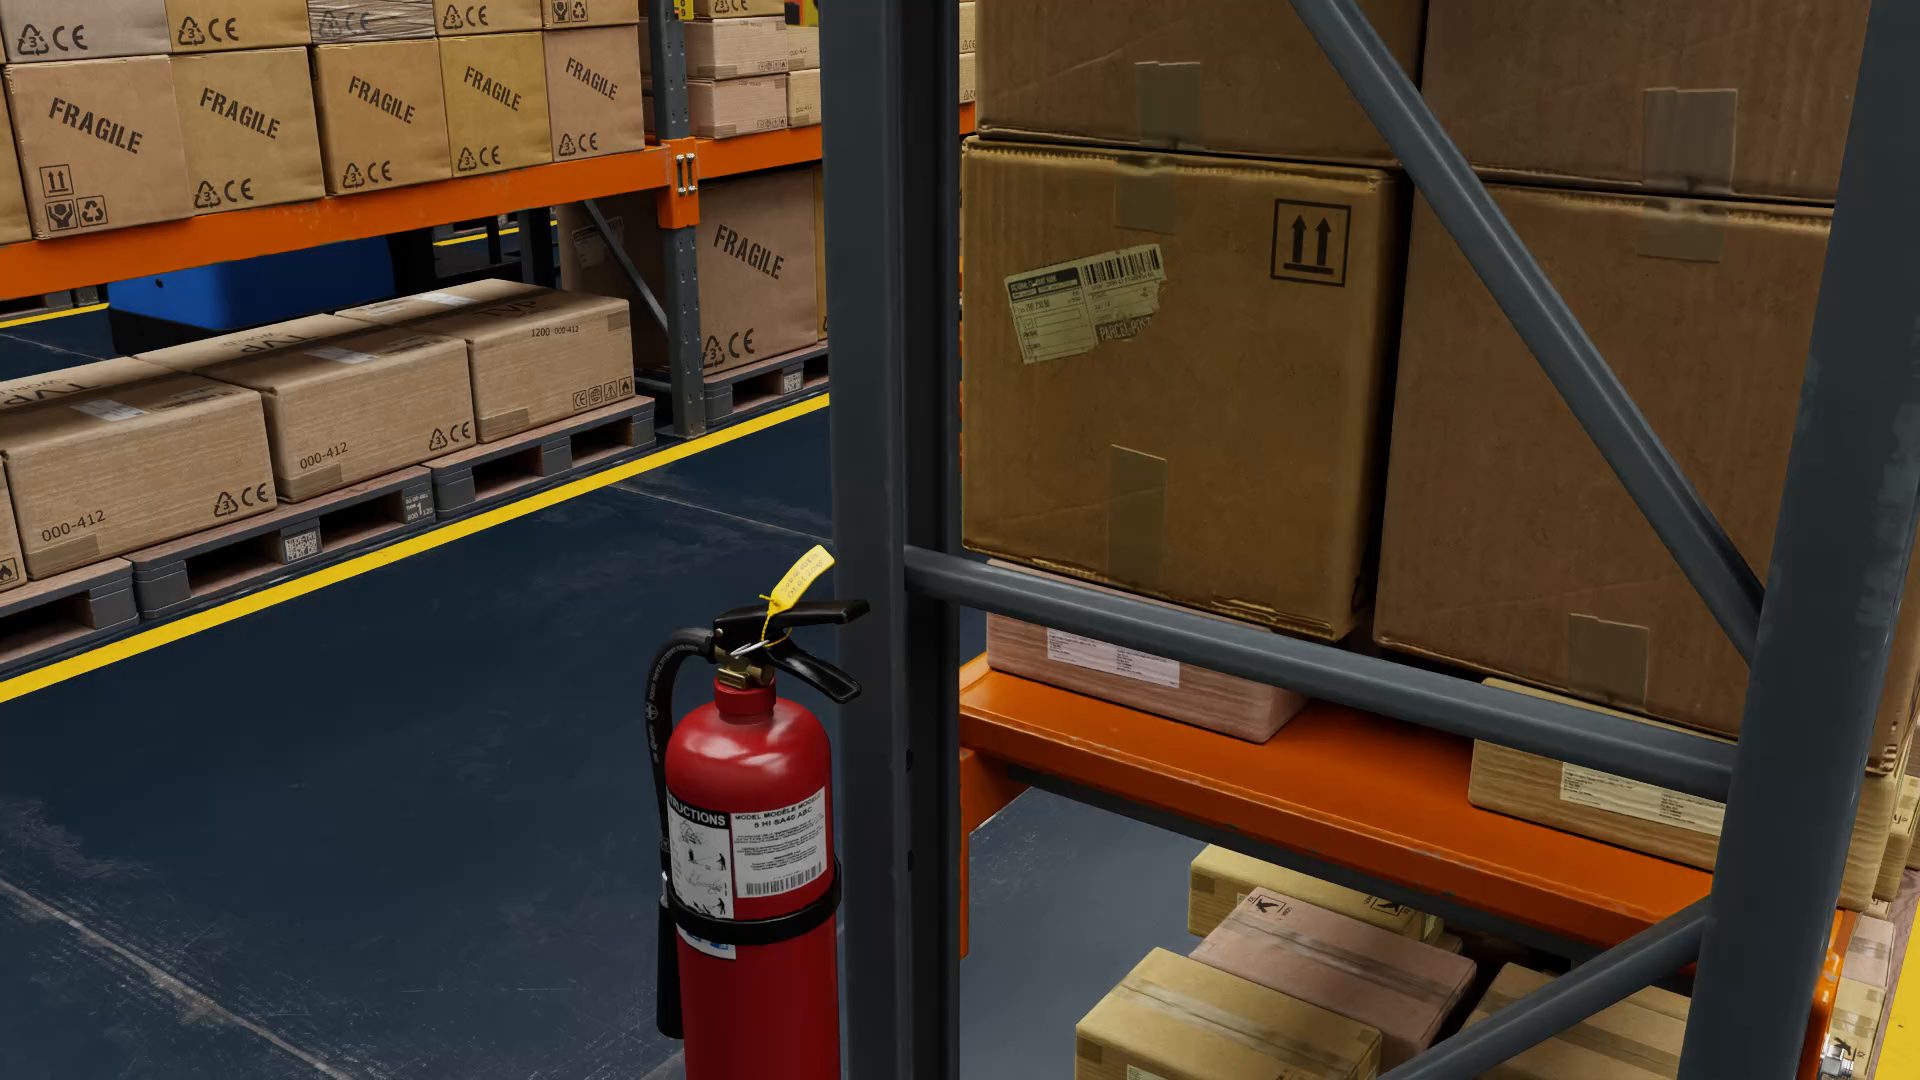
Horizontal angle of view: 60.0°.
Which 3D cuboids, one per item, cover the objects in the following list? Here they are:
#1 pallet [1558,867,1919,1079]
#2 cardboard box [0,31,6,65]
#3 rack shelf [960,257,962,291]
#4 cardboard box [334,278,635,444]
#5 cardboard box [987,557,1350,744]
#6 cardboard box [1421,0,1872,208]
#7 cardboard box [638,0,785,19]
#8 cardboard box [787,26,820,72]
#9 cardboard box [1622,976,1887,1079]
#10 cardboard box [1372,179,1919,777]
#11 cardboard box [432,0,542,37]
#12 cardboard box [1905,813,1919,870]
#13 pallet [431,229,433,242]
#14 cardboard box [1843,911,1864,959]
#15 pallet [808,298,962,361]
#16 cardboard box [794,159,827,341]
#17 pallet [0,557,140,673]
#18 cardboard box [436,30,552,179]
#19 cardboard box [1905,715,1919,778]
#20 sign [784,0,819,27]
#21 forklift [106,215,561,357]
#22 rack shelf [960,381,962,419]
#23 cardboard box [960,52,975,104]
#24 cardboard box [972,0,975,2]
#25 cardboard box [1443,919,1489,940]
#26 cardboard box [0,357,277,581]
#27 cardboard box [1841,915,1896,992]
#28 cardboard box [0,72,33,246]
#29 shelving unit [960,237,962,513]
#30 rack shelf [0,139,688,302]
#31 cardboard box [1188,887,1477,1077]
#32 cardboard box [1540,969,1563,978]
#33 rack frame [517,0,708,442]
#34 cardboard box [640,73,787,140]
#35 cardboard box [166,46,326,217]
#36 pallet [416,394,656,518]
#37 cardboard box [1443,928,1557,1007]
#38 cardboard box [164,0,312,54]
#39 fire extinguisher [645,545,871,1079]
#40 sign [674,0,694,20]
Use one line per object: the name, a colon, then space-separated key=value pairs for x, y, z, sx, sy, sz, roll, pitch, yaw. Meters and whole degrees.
pallet: x=1.522 y=0.835 z=3.703 sx=1.003 sy=0.211 sz=1.213 roll=13 pitch=24 yaw=32
cardboard box: x=-3.053 y=-1.560 z=4.574 sx=0.500 sy=0.500 sz=0.500 roll=13 pitch=24 yaw=30
rack shelf: x=-0.093 y=-0.884 z=5.792 sx=0.258 sy=0.148 sz=0.480 roll=13 pitch=24 yaw=32
cardboard box: x=-2.037 y=-0.796 z=7.182 sx=0.875 sy=0.438 sz=0.875 roll=13 pitch=24 yaw=31
cardboard box: x=0.257 y=0.093 z=2.052 sx=0.380 sy=0.149 sz=0.250 roll=13 pitch=24 yaw=32
cardboard box: x=0.779 y=-0.609 z=1.572 sx=0.500 sy=0.500 sz=0.500 roll=13 pitch=24 yaw=31
cardboard box: x=-1.110 y=-2.546 z=7.240 sx=0.500 sy=0.500 sz=0.500 roll=14 pitch=24 yaw=32
cardboard box: x=-0.844 y=-2.351 z=7.792 sx=0.500 sy=0.250 sz=0.500 roll=14 pitch=24 yaw=33
cardboard box: x=1.186 y=0.751 z=2.557 sx=0.380 sy=0.149 sz=0.250 roll=13 pitch=24 yaw=32
cardboard box: x=0.788 y=-0.138 z=1.740 sx=0.500 sy=0.500 sz=0.500 roll=15 pitch=25 yaw=34
cardboard box: x=-1.924 y=-2.143 z=6.149 sx=0.500 sy=0.500 sz=0.500 roll=13 pitch=24 yaw=31
cardboard box: x=2.035 y=0.592 z=3.844 sx=0.380 sy=0.149 sz=0.250 roll=13 pitch=24 yaw=32
pallet: x=-4.591 y=-2.212 z=11.940 sx=1.003 sy=0.211 sz=1.213 roll=13 pitch=24 yaw=32
cardboard box: x=1.420 y=0.586 z=3.004 sx=0.380 sy=0.149 sz=0.250 roll=14 pitch=25 yaw=34
pallet: x=-0.538 y=-1.240 z=9.313 sx=1.003 sy=0.211 sz=1.213 roll=13 pitch=24 yaw=32
cardboard box: x=-0.811 y=-1.615 z=8.764 sx=0.875 sy=0.875 sz=0.875 roll=14 pitch=25 yaw=33
pallet: x=-3.459 y=0.251 z=5.283 sx=1.003 sy=0.211 sz=1.213 roll=13 pitch=24 yaw=32
cardboard box: x=-1.929 y=-1.676 z=6.327 sx=0.500 sy=0.500 sz=0.500 roll=13 pitch=24 yaw=31
cardboard box: x=1.899 y=0.379 z=3.564 sx=0.380 sy=0.149 sz=0.250 roll=12 pitch=24 yaw=30
sign: x=-0.141 y=-0.681 z=1.659 sx=0.100 sy=0.325 sz=0.005 roll=13 pitch=24 yaw=32
forklift: x=-3.206 y=-2.634 z=9.161 sx=1.130 sy=2.935 sz=3.031 roll=13 pitch=24 yaw=31
rack shelf: x=-0.093 y=-0.452 z=5.952 sx=0.258 sy=0.148 sz=0.480 roll=13 pitch=24 yaw=32
cardboard box: x=-0.250 y=-2.399 z=8.643 sx=0.500 sy=0.250 sz=0.500 roll=13 pitch=24 yaw=31
cardboard box: x=0.013 y=-3.134 z=8.830 sx=0.500 sy=0.500 sz=0.500 roll=13 pitch=24 yaw=32
cardboard box: x=0.822 y=0.562 z=3.069 sx=0.380 sy=0.149 sz=0.250 roll=12 pitch=24 yaw=30
cardboard box: x=-3.048 y=-0.281 z=5.789 sx=0.875 sy=0.438 sz=0.875 roll=14 pitch=25 yaw=33
cardboard box: x=1.591 y=0.814 z=3.244 sx=0.380 sy=0.149 sz=0.250 roll=12 pitch=23 yaw=29
cardboard box: x=-3.075 y=-1.092 z=4.749 sx=0.500 sy=0.500 sz=0.500 roll=13 pitch=24 yaw=31
shelving unit: x=-0.093 y=-0.515 z=5.928 sx=0.258 sy=1.200 sz=0.503 roll=13 pitch=24 yaw=32
rack shelf: x=-2.719 y=-1.049 z=5.814 sx=1.077 sy=0.370 sz=4.000 roll=13 pitch=24 yaw=32
cardboard box: x=0.584 y=0.723 z=2.634 sx=0.380 sy=0.149 sz=0.250 roll=14 pitch=24 yaw=33
cardboard box: x=1.079 y=0.869 z=2.667 sx=0.380 sy=0.149 sz=0.250 roll=14 pitch=24 yaw=33
rack frame: x=-1.595 y=-1.960 z=7.241 sx=1.000 sy=3.000 sz=0.127 roll=13 pitch=24 yaw=32
cardboard box: x=-1.129 y=-1.965 z=7.469 sx=0.500 sy=0.250 sz=0.500 roll=13 pitch=24 yaw=31
cardboard box: x=-2.506 y=-1.381 z=5.531 sx=0.500 sy=0.500 sz=0.500 roll=14 pitch=25 yaw=34
pallet: x=-2.087 y=-0.449 z=7.176 sx=1.003 sy=0.211 sz=1.213 roll=13 pitch=24 yaw=32
cardboard box: x=0.895 y=0.711 z=3.095 sx=0.380 sy=0.149 sz=0.250 roll=13 pitch=24 yaw=31
cardboard box: x=-2.491 y=-1.853 z=5.365 sx=0.500 sy=0.500 sz=0.500 roll=13 pitch=24 yaw=32
fire extinguisher: x=-0.216 y=0.317 z=1.733 sx=0.296 sy=0.674 sz=0.183 roll=13 pitch=24 yaw=32
sign: x=-1.135 y=-2.296 z=6.785 sx=0.100 sy=0.325 sz=0.005 roll=13 pitch=24 yaw=32
